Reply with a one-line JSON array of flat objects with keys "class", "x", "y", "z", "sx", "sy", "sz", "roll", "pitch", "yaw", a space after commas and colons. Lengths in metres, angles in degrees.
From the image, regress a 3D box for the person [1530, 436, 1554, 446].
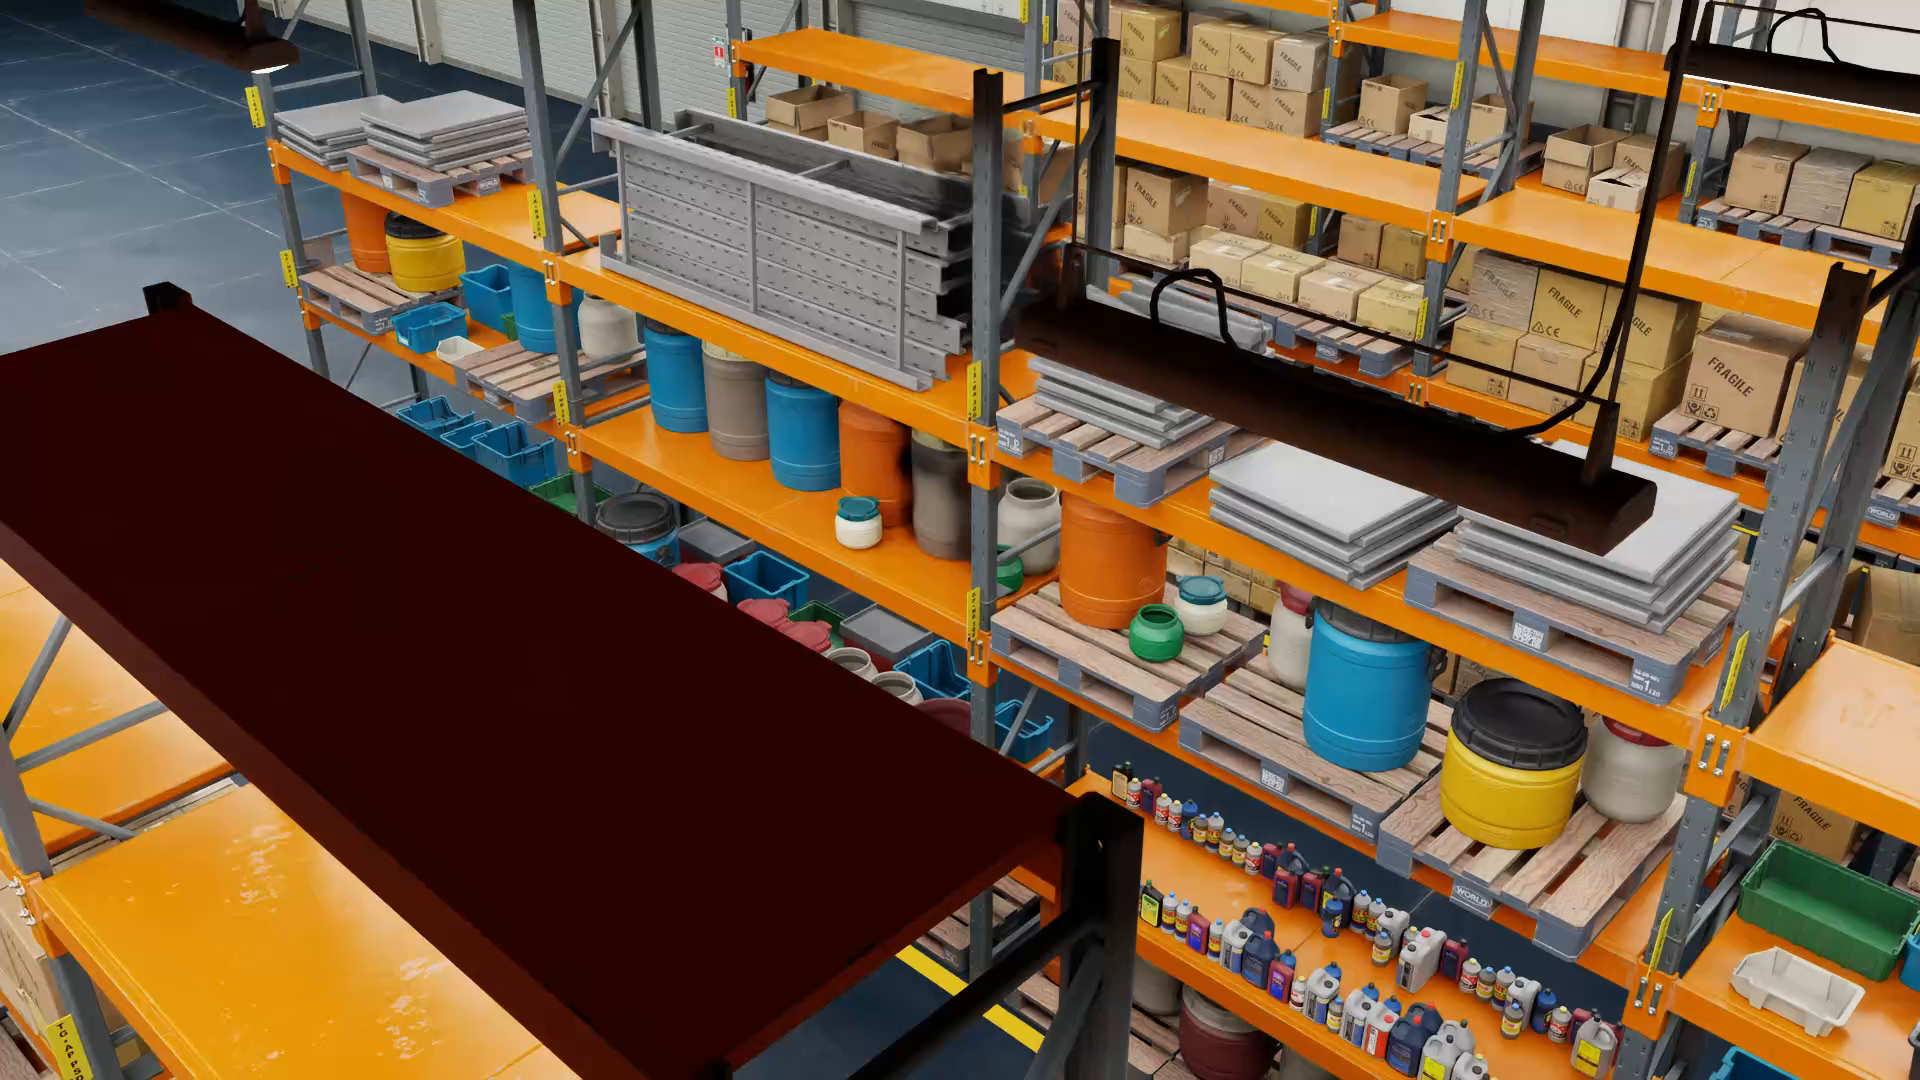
[{"class": "person", "x": 5.744, "y": -0.773, "z": 15.842, "sx": 0.741, "sy": 1.766, "sz": 0.674, "roll": 24, "pitch": 37, "yaw": 36}]
